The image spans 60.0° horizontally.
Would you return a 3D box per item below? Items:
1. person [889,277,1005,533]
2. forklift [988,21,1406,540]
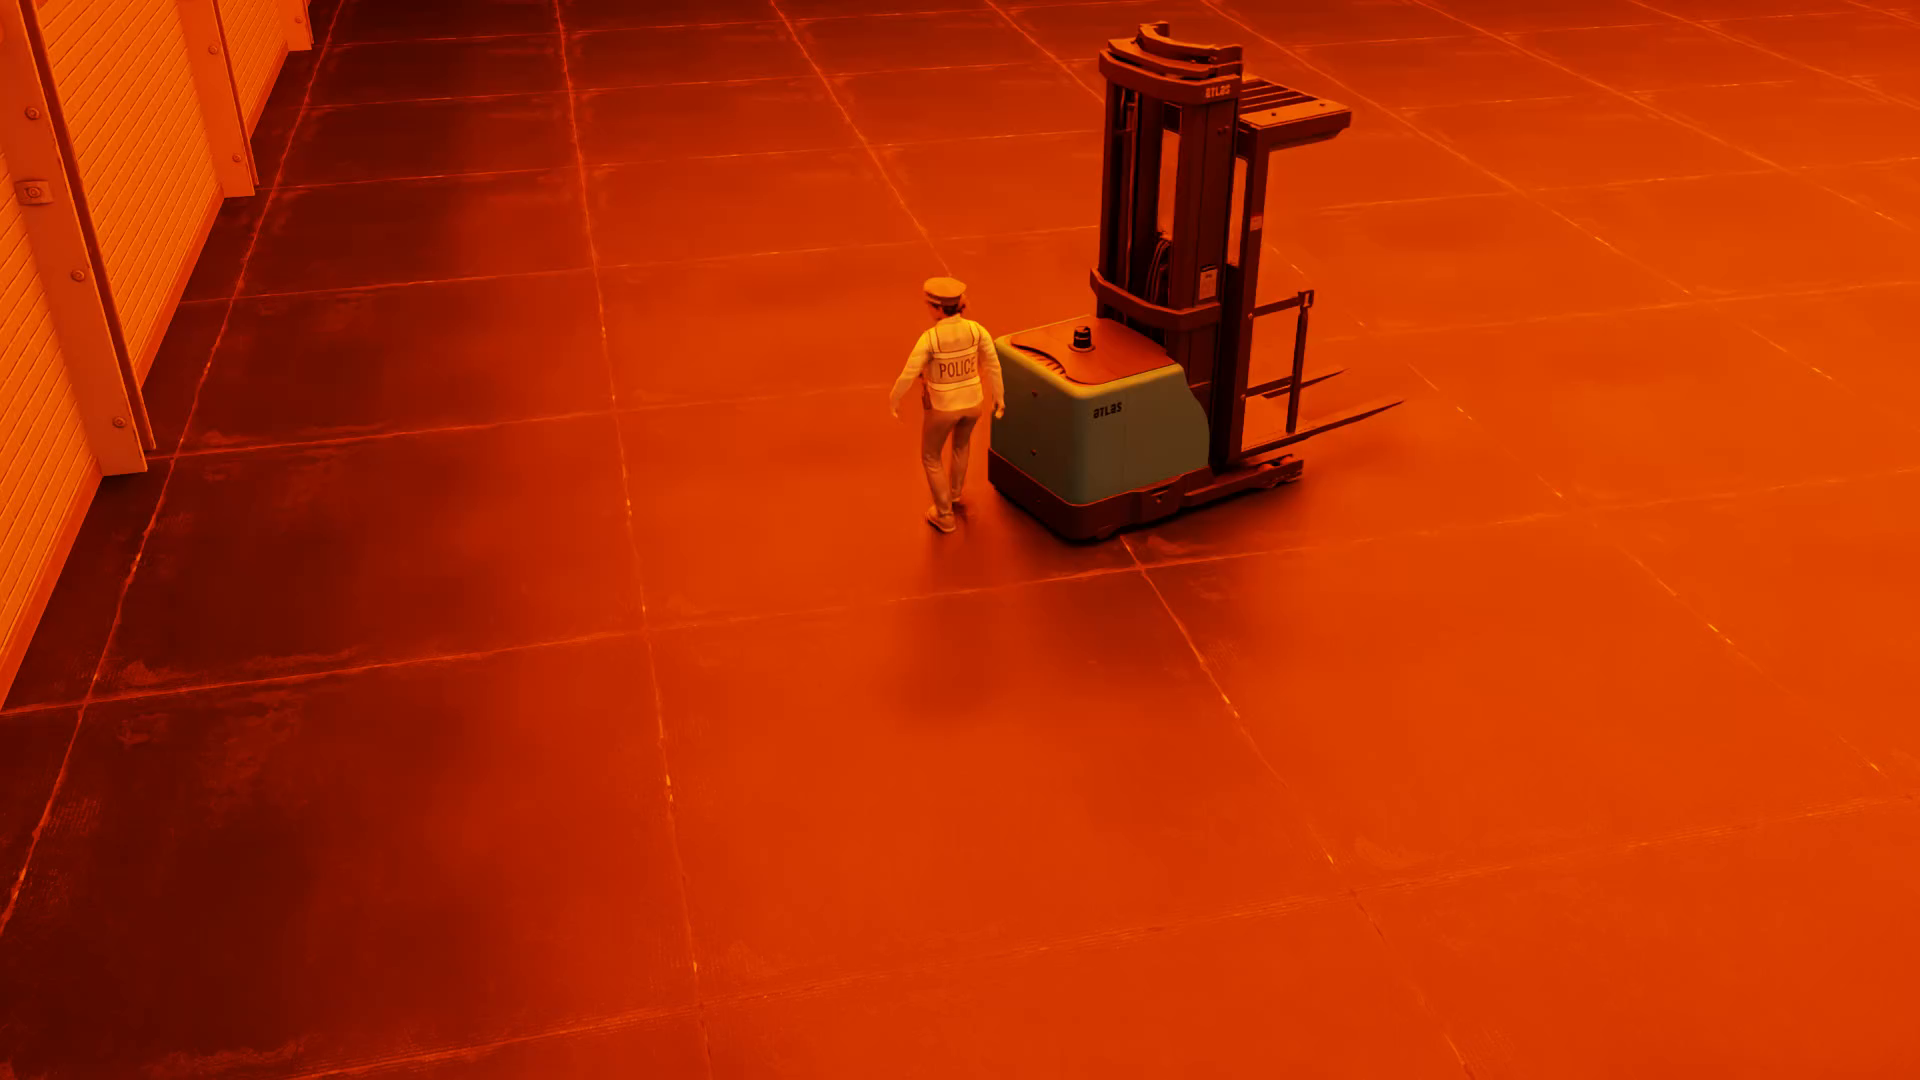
[{"bbox_3d":[-0.115,-0.896,10.436,0.715,1.621,0.619,-14,33,-22],"label":"person"},{"bbox_3d":[1.704,-1.814,10.708,3.031,2.935,1.130,-18,34,-27],"label":"forklift"}]
